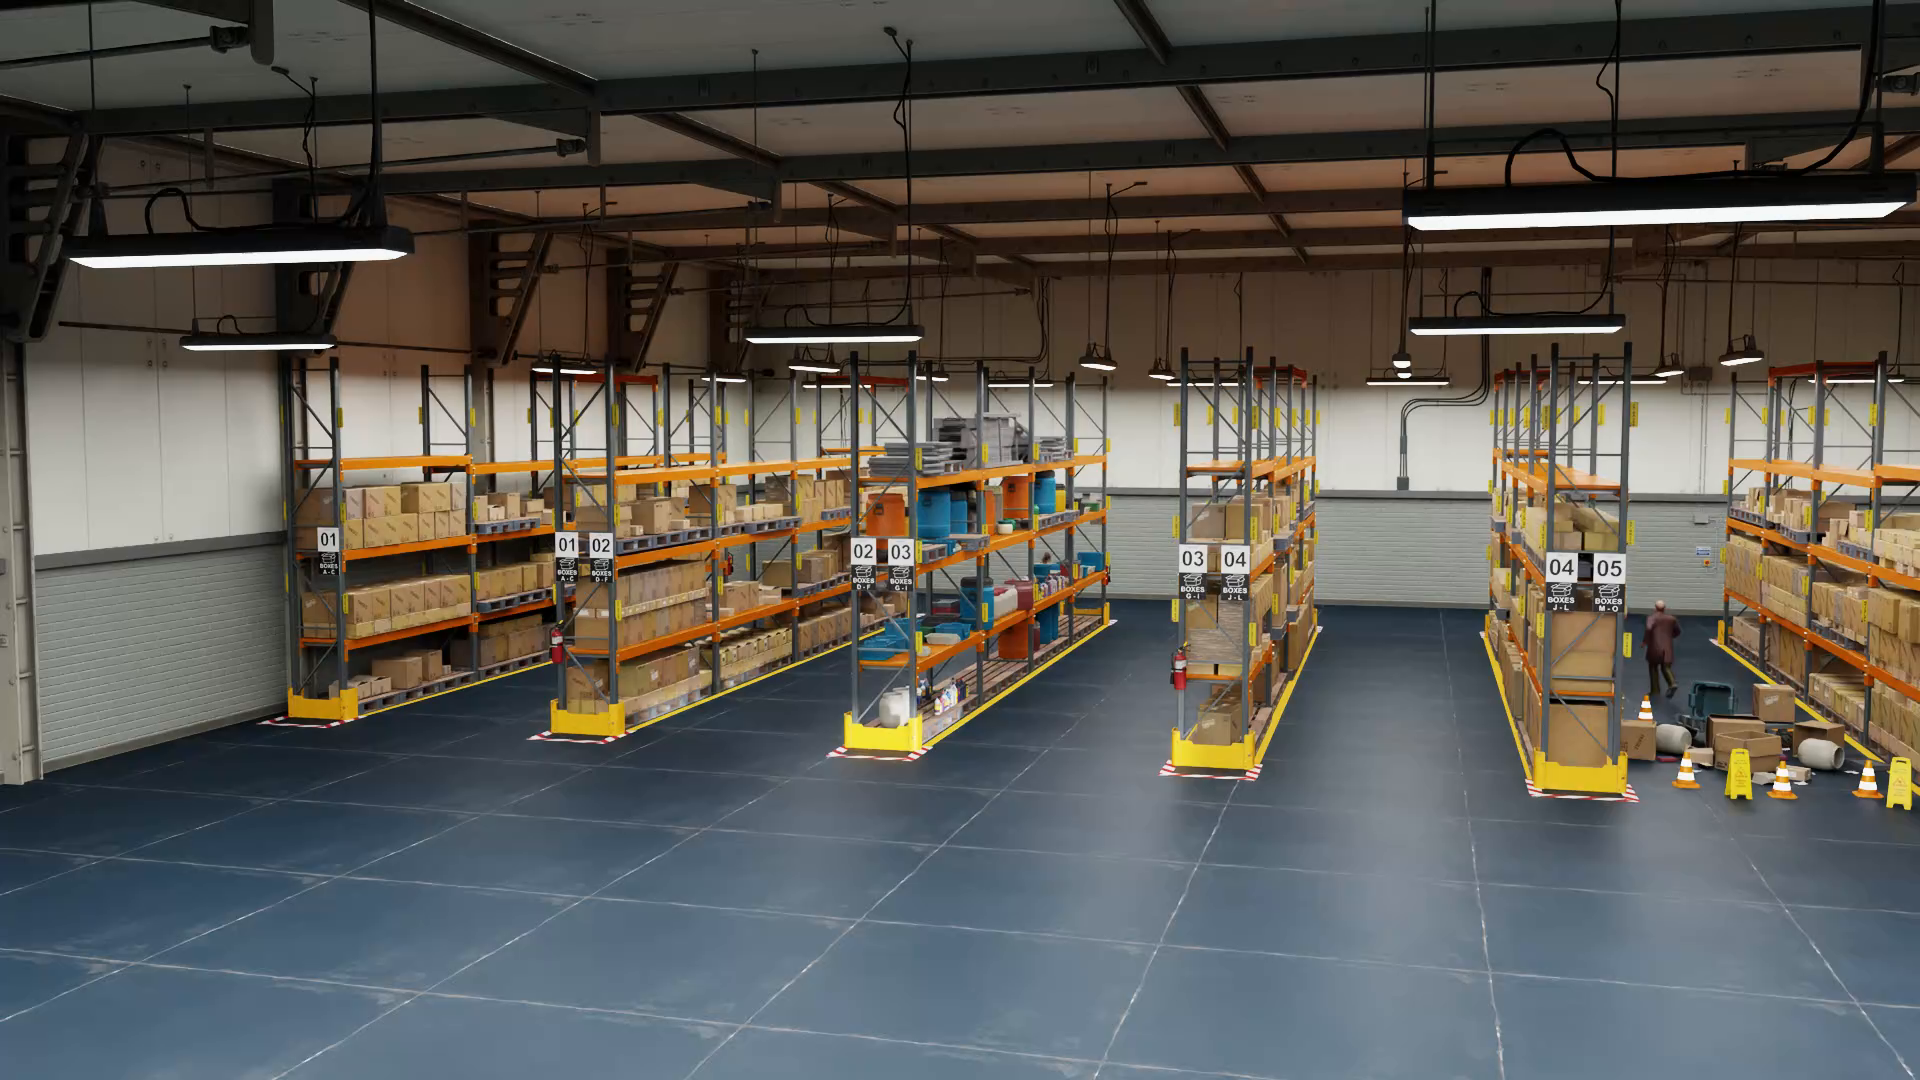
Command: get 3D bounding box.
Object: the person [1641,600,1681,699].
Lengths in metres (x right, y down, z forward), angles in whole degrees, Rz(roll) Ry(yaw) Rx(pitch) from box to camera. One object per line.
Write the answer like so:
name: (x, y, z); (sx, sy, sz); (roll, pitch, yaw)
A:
person: (12.532, 1.963, 29.609); (0.696, 1.741, 0.944); (0, 4, 2)

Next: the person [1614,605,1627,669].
person: (12.946, 1.785, 32.902); (0.570, 1.624, 0.926); (1, 4, 8)

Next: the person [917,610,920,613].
person: (-1.457, 1.055, 42.854); (0.862, 1.632, 0.595); (1, 4, 19)

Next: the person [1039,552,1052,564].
person: (2.090, 1.139, 41.570); (0.616, 1.669, 0.563); (2, 5, 27)
